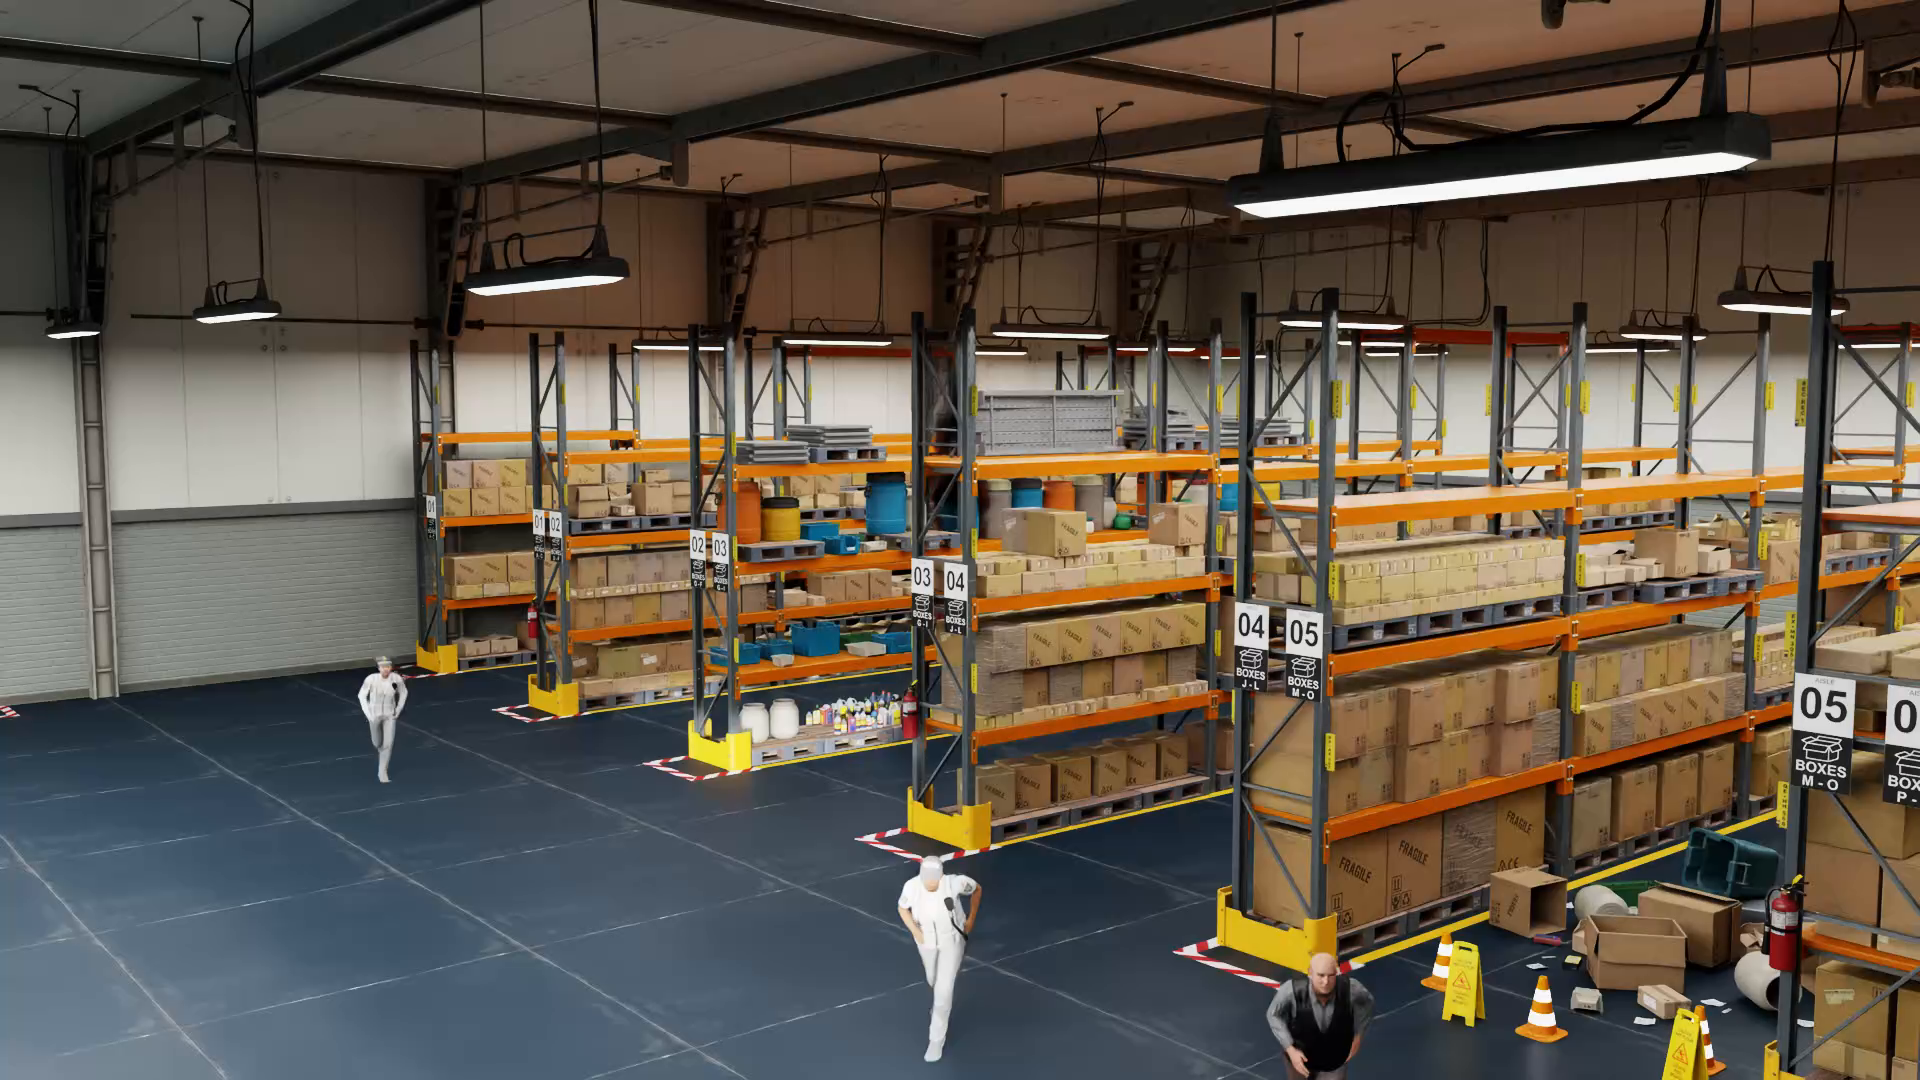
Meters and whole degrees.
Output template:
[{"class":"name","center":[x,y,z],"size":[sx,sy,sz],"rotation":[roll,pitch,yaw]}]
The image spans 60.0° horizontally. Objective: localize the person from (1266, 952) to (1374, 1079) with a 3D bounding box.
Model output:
[{"class":"person","center":[2.301,3.370,10.758],"size":[0.687,1.679,0.995],"rotation":[0,5,1]}]

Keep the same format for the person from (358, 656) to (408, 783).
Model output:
[{"class":"person","center":[-7.638,2.331,22.054],"size":[0.624,1.678,0.879],"rotation":[-2,6,-20]}]

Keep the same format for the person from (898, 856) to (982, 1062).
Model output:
[{"class":"person","center":[-0.149,3.195,13.113],"size":[0.648,1.627,1.025],"rotation":[1,5,7]}]
